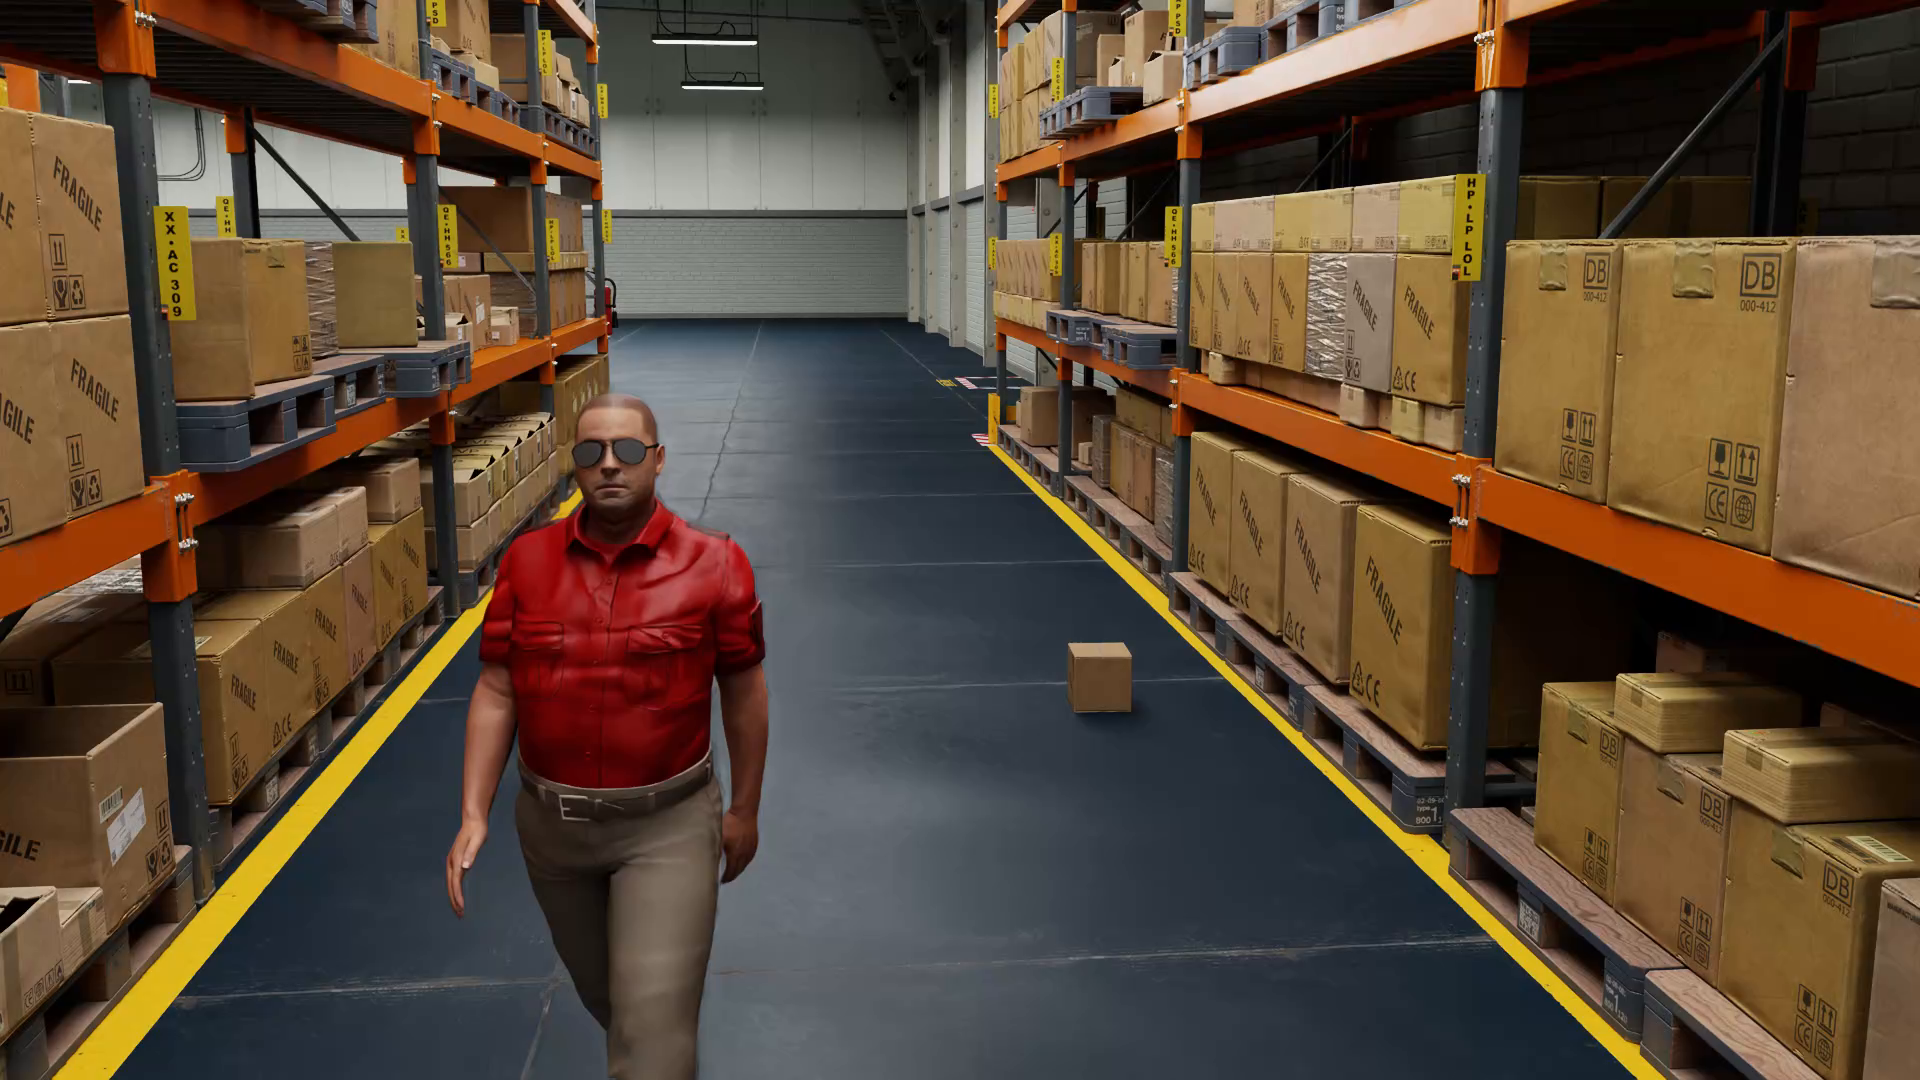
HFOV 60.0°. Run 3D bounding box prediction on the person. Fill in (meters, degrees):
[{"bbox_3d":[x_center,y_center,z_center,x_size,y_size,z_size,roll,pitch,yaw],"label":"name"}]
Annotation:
[{"bbox_3d":[-0.685,0.557,3.201,0.542,1.663,1.019,2,10,10],"label":"person"}]
